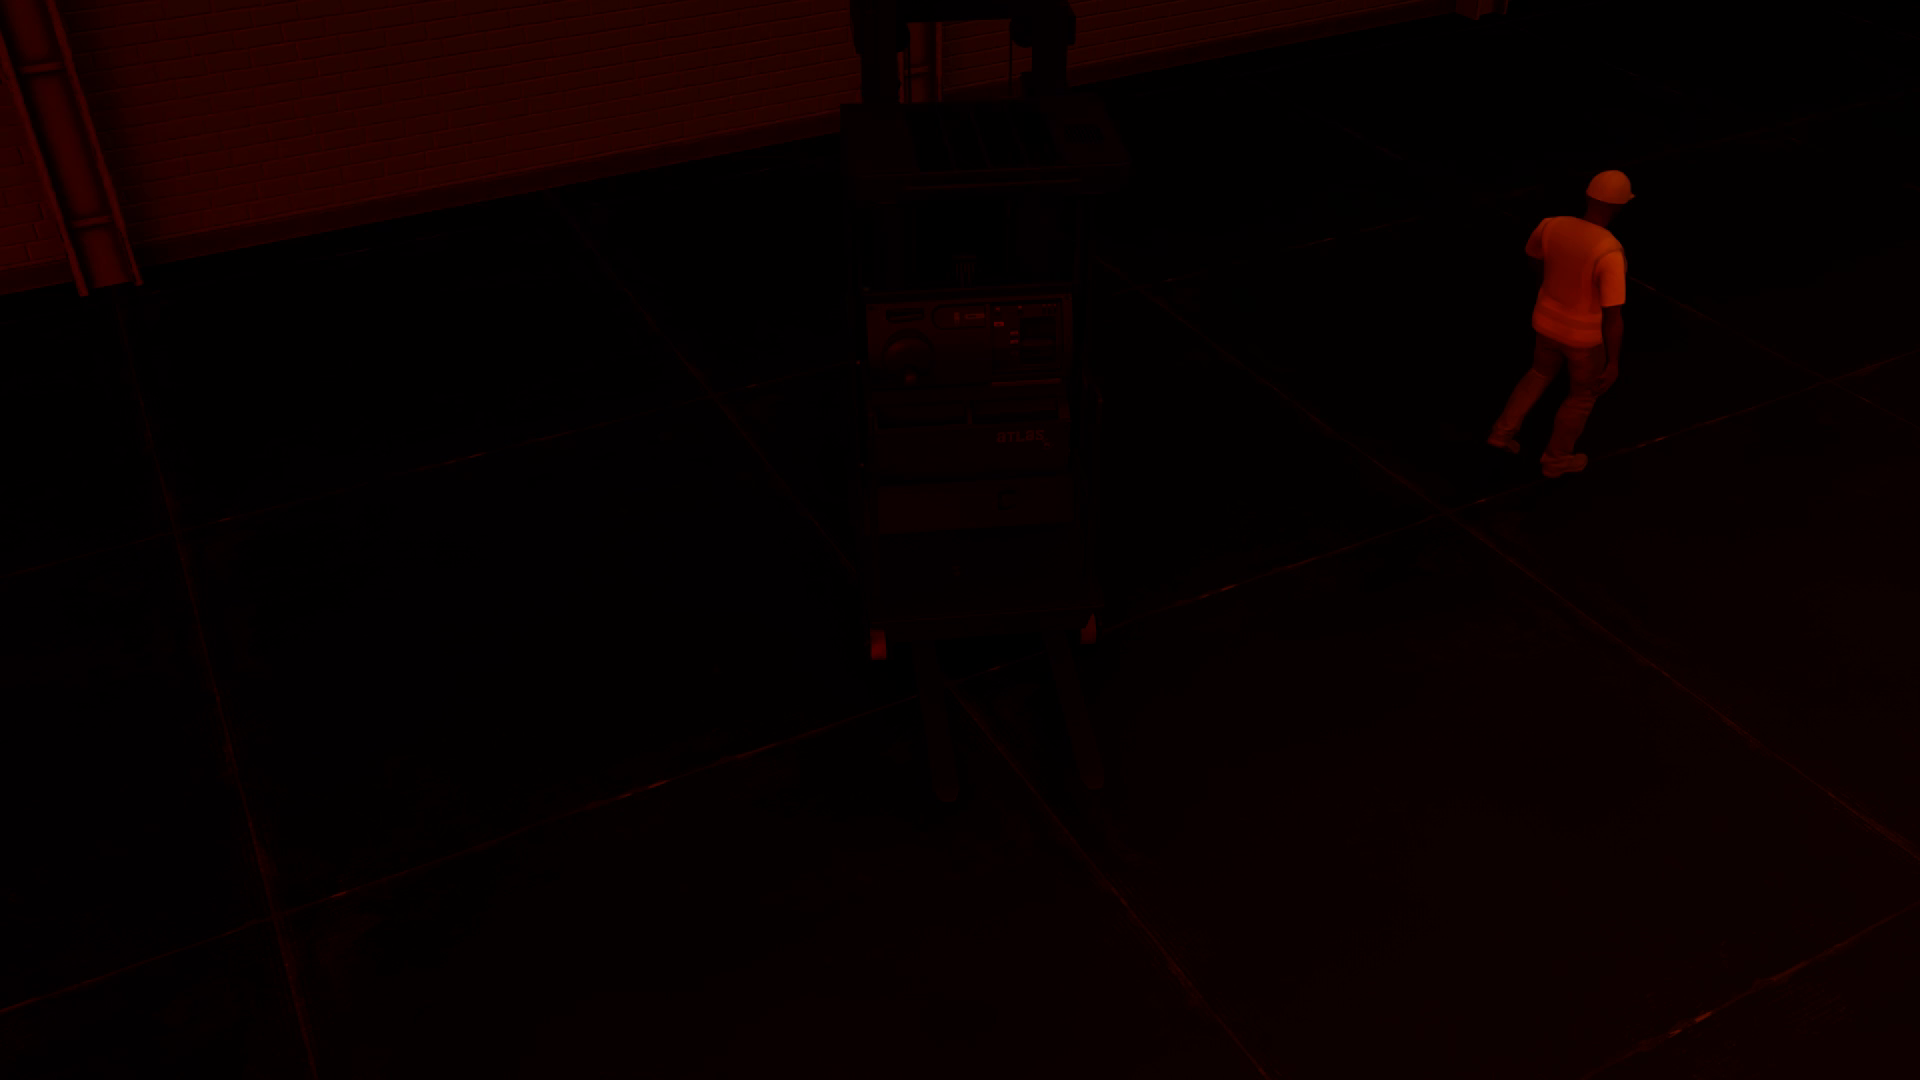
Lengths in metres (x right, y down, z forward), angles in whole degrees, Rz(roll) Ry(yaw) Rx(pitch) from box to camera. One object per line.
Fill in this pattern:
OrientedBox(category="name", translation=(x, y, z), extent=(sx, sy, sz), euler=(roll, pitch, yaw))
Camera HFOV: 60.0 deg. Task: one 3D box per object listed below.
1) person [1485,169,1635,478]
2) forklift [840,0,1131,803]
OrientedBox(category="person", translation=(3.196, -1.108, 8.716), extent=(0.583, 1.747, 0.829), euler=(-21, 40, -27))
OrientedBox(category="forklift", translation=(0.074, -0.839, 7.310), extent=(1.130, 2.935, 3.031), euler=(-4, 35, -6))
